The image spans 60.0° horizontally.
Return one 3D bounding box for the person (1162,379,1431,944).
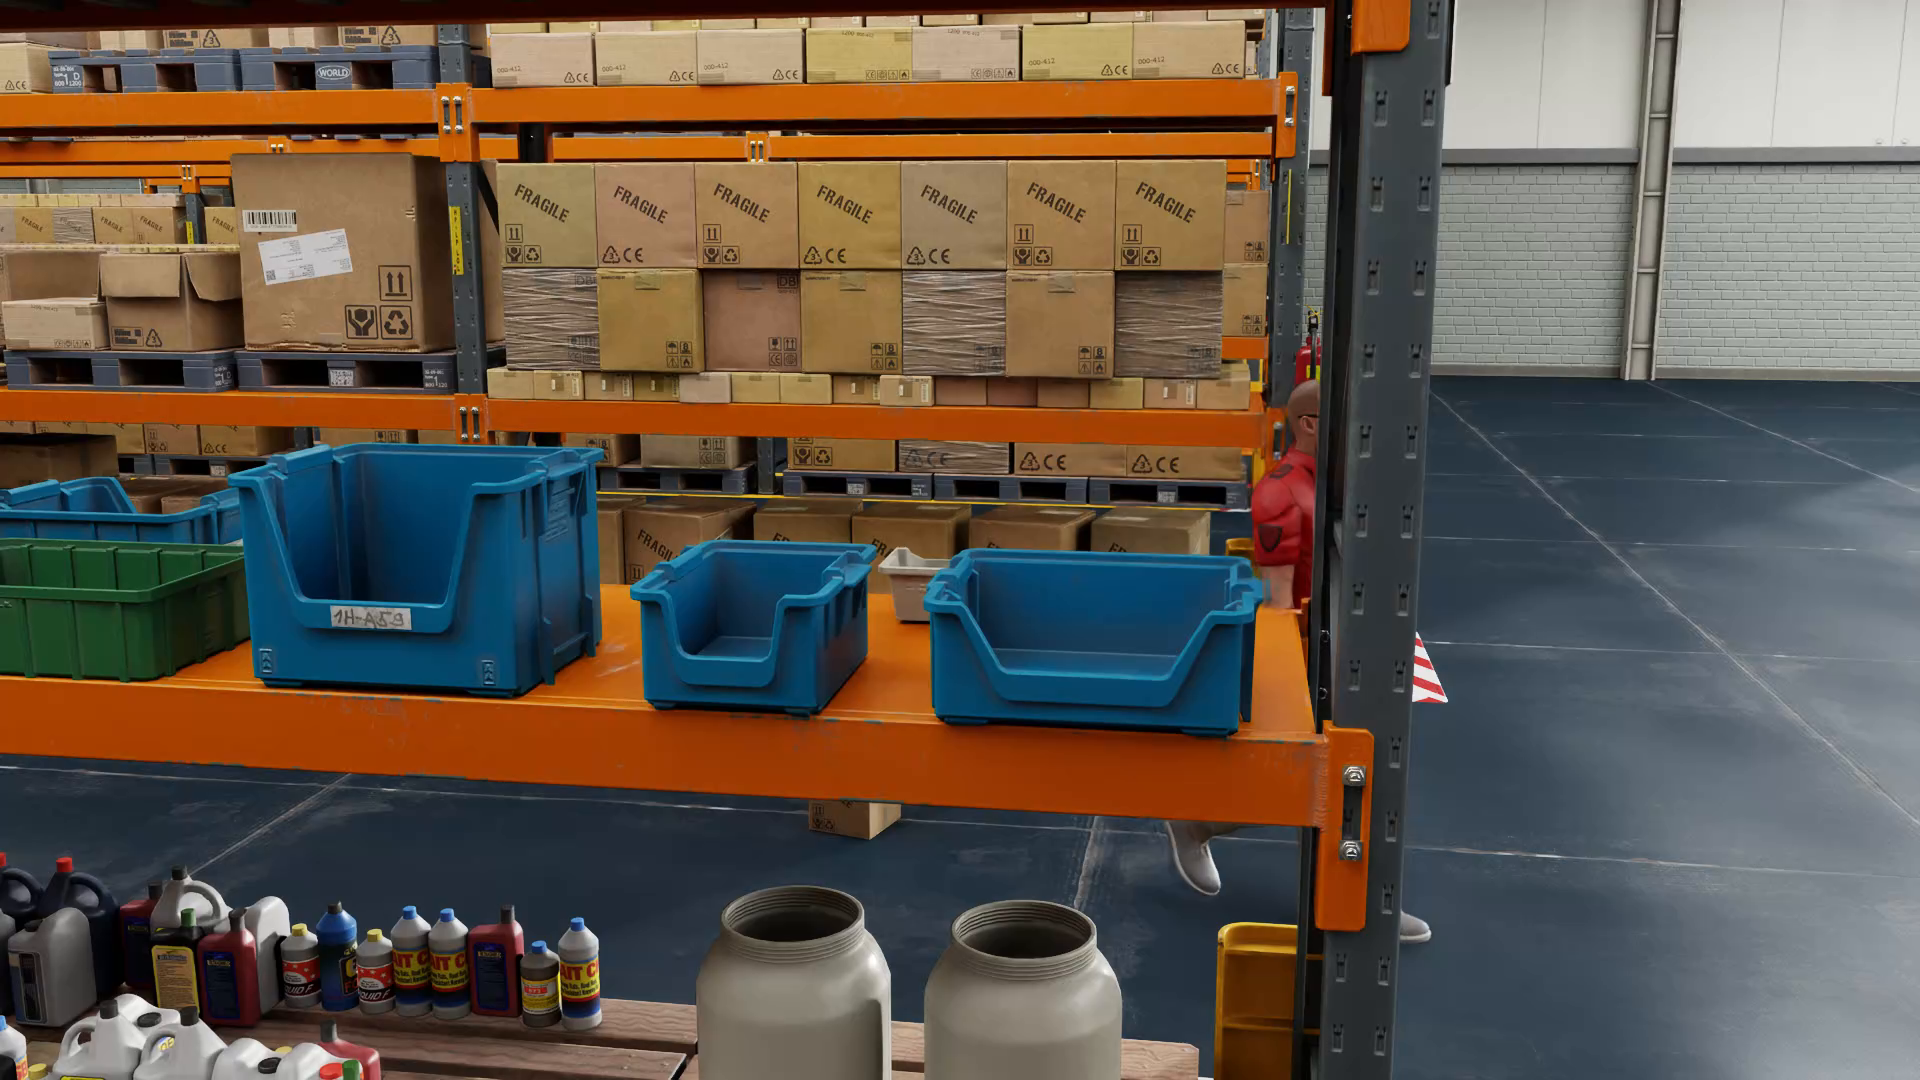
[{"bbox_3d":[1.057,0.351,5.103,0.862,1.688,0.529,11,15,43],"label":"person"}]
